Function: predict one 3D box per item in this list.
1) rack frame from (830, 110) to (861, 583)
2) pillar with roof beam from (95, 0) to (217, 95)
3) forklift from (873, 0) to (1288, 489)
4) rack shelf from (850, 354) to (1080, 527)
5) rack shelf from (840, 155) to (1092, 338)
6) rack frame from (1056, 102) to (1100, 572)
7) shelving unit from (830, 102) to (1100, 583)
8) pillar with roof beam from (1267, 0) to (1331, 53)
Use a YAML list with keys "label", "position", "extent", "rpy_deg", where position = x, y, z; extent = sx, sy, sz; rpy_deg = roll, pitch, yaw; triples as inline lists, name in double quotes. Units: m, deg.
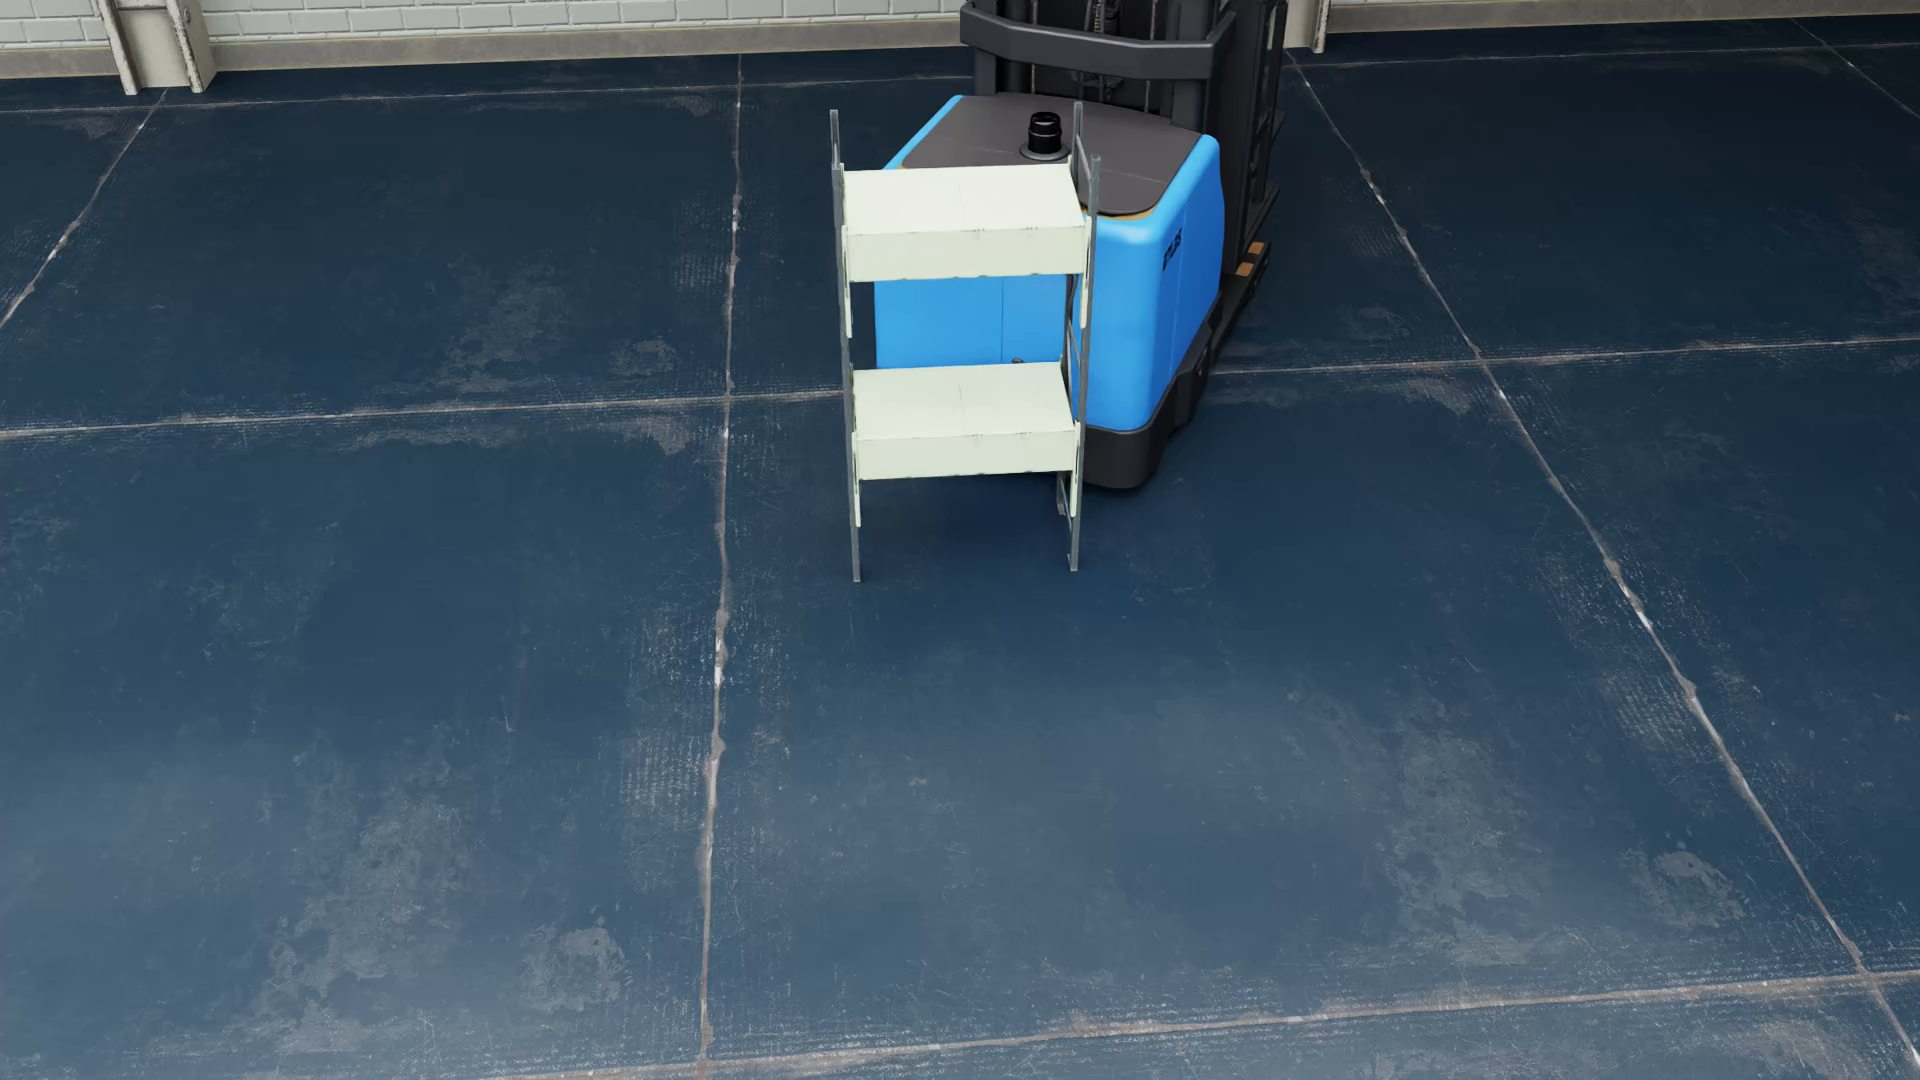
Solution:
- label: "rack frame"
  position: [-0.360, -0.569, 5.260]
  extent: [0.023, 1.500, 0.400]
  rpy_deg: [-3, 38, -4]
- label: "pillar with roof beam"
  position: [-3.803, -3.313, 2.684]
  extent: [0.400, 9.000, 9.100]
  rpy_deg: [-3, 38, -4]
- label: "forklift"
  position: [0.694, -2.244, 6.228]
  extent: [1.130, 2.935, 3.031]
  rpy_deg: [14, 40, 17]
- label: "rack shelf"
  position: [0.005, -0.331, 5.485]
  extent: [0.720, 0.370, 0.431]
  rpy_deg: [-3, 38, -4]
- label: "rack shelf"
  position: [0.005, -0.893, 5.041]
  extent: [0.720, 0.370, 0.431]
  rpy_deg: [-3, 38, -4]
- label: "rack frame"
  position: [0.370, -0.605, 5.305]
  extent: [0.023, 1.500, 0.400]
  rpy_deg: [-3, 38, -4]
- label: "shelving unit"
  position: [0.005, -0.587, 5.283]
  extent: [0.755, 1.500, 0.431]
  rpy_deg: [-3, 38, -4]
- label: "pillar with roof beam"
  position: [2.174, -3.642, 3.101]
  extent: [0.400, 9.000, 9.100]
  rpy_deg: [-3, 38, -4]
